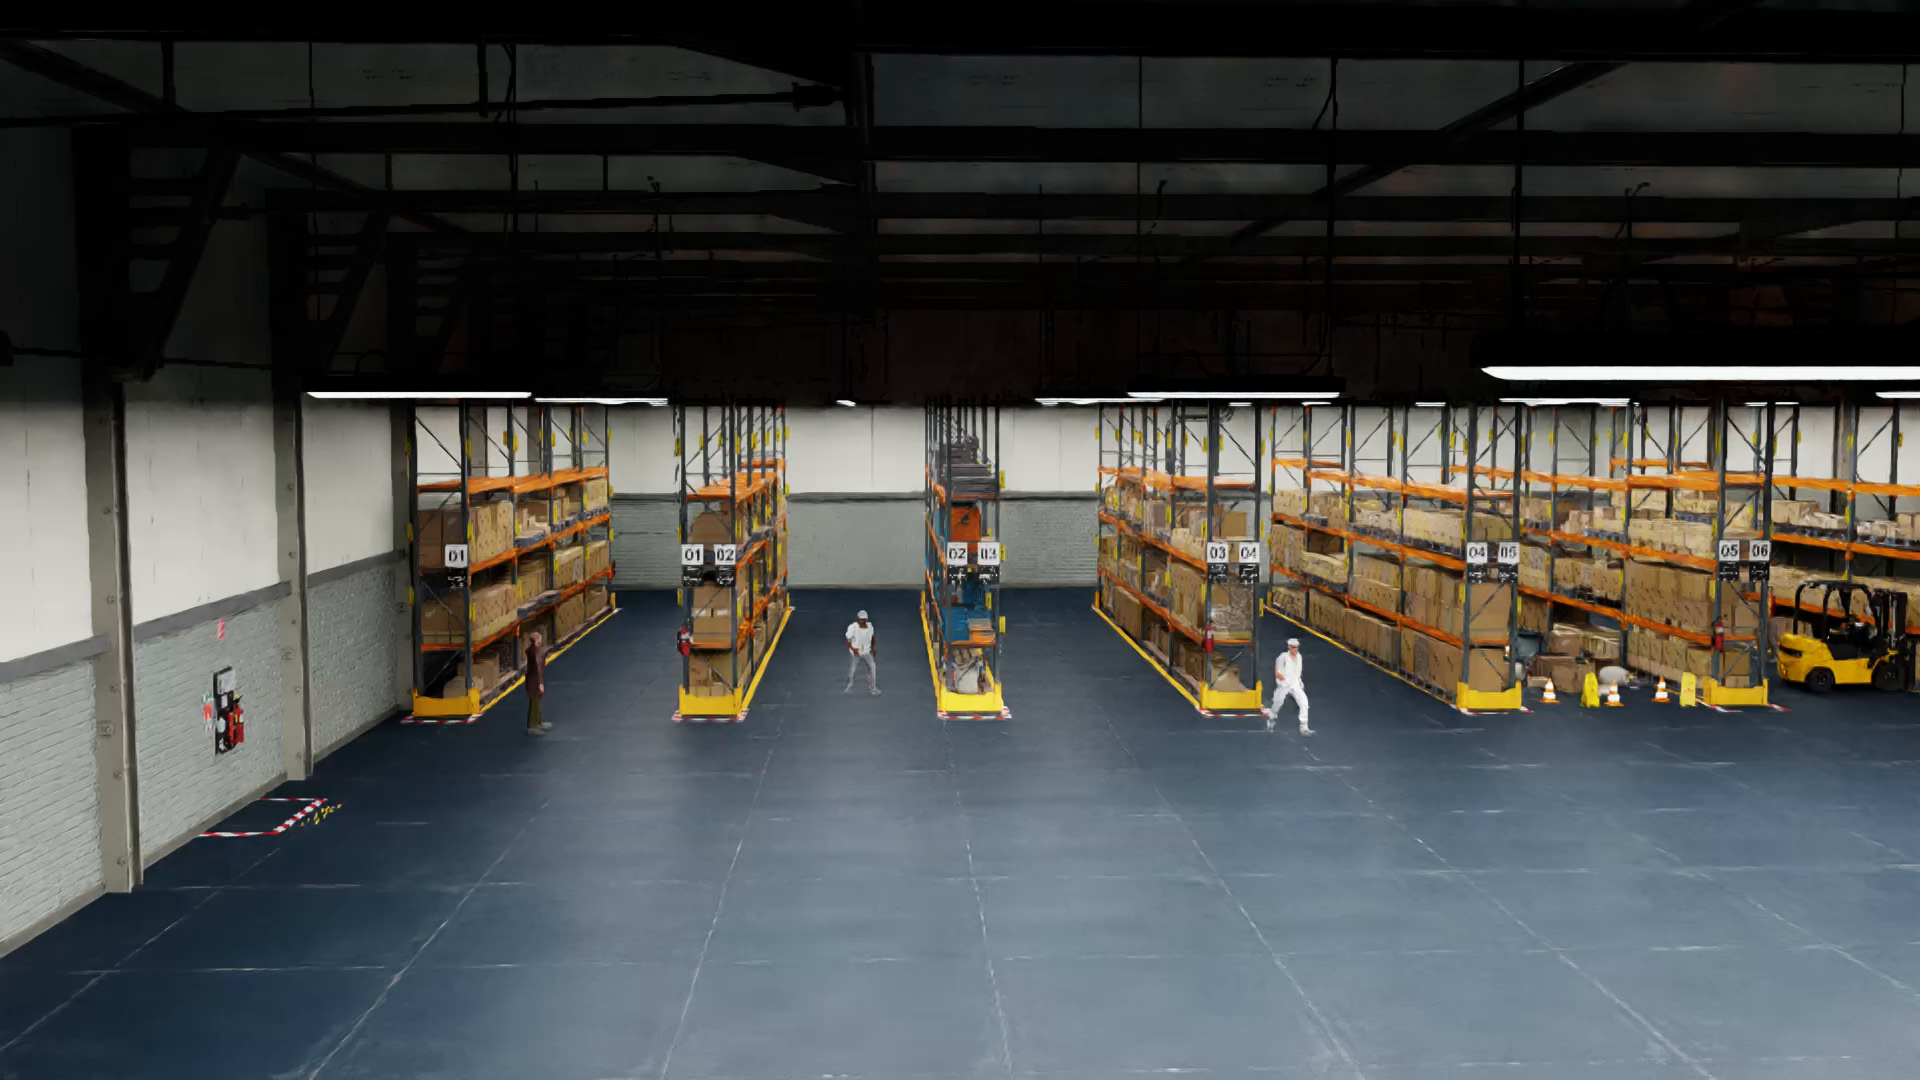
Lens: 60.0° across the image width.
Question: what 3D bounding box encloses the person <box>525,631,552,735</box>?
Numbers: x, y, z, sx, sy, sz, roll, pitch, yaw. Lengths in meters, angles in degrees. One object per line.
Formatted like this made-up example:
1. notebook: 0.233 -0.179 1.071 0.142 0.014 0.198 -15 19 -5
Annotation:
1. person: -7.428 2.497 29.322 0.522 1.790 0.654 -2 5 -28

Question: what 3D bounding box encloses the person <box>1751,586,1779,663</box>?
1. person: 18.206 1.888 37.525 0.589 1.712 0.669 2 5 23

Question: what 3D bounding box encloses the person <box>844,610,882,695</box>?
1. person: -1.989 2.240 33.288 0.700 1.705 0.840 -2 5 -19

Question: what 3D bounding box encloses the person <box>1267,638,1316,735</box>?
1. person: 5.777 2.548 29.195 0.684 1.715 0.844 -2 5 -19
